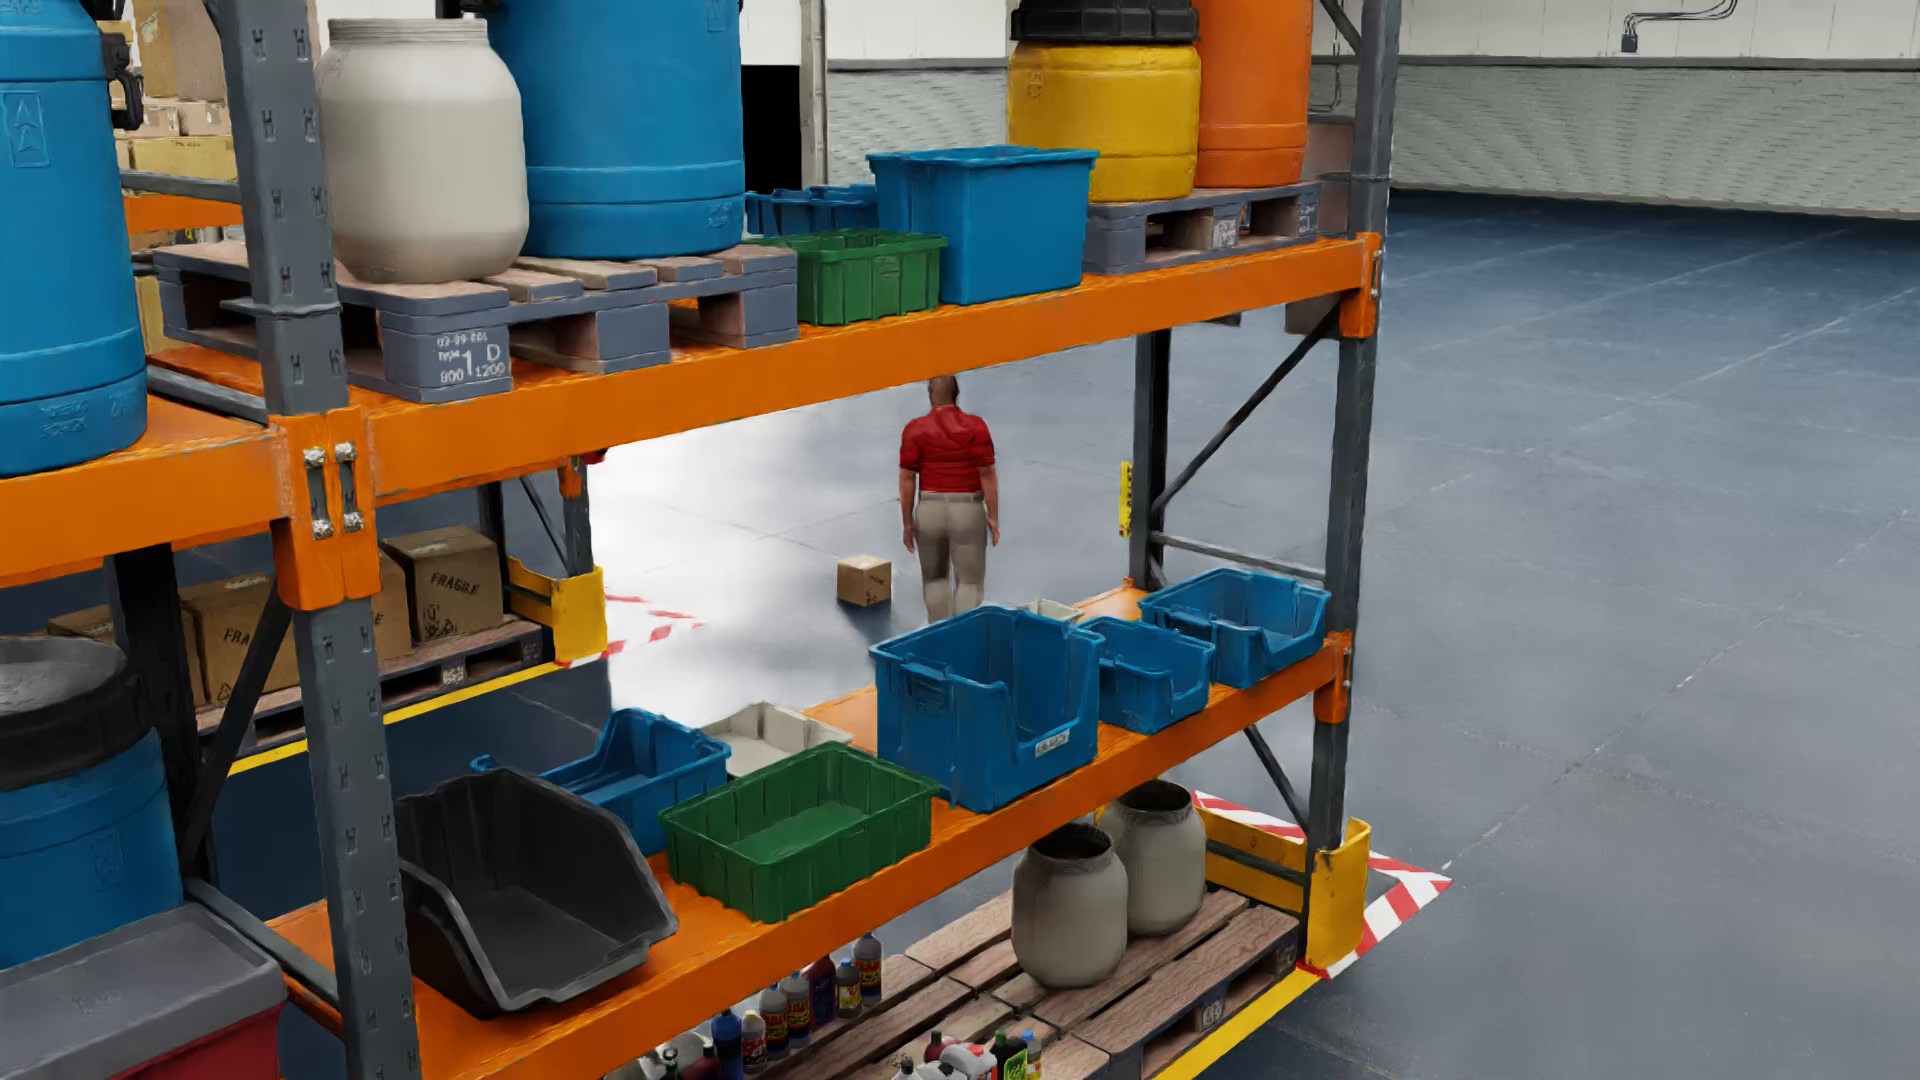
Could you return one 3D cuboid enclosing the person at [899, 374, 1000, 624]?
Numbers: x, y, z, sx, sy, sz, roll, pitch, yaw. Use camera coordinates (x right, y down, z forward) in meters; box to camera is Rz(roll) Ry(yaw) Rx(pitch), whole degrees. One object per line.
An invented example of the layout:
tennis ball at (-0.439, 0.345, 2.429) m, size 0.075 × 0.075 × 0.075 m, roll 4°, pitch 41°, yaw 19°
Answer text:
person at (-0.057, -0.097, 9.402) m, size 0.585 × 1.714 × 0.577 m, roll 3°, pitch 17°, yaw 9°
